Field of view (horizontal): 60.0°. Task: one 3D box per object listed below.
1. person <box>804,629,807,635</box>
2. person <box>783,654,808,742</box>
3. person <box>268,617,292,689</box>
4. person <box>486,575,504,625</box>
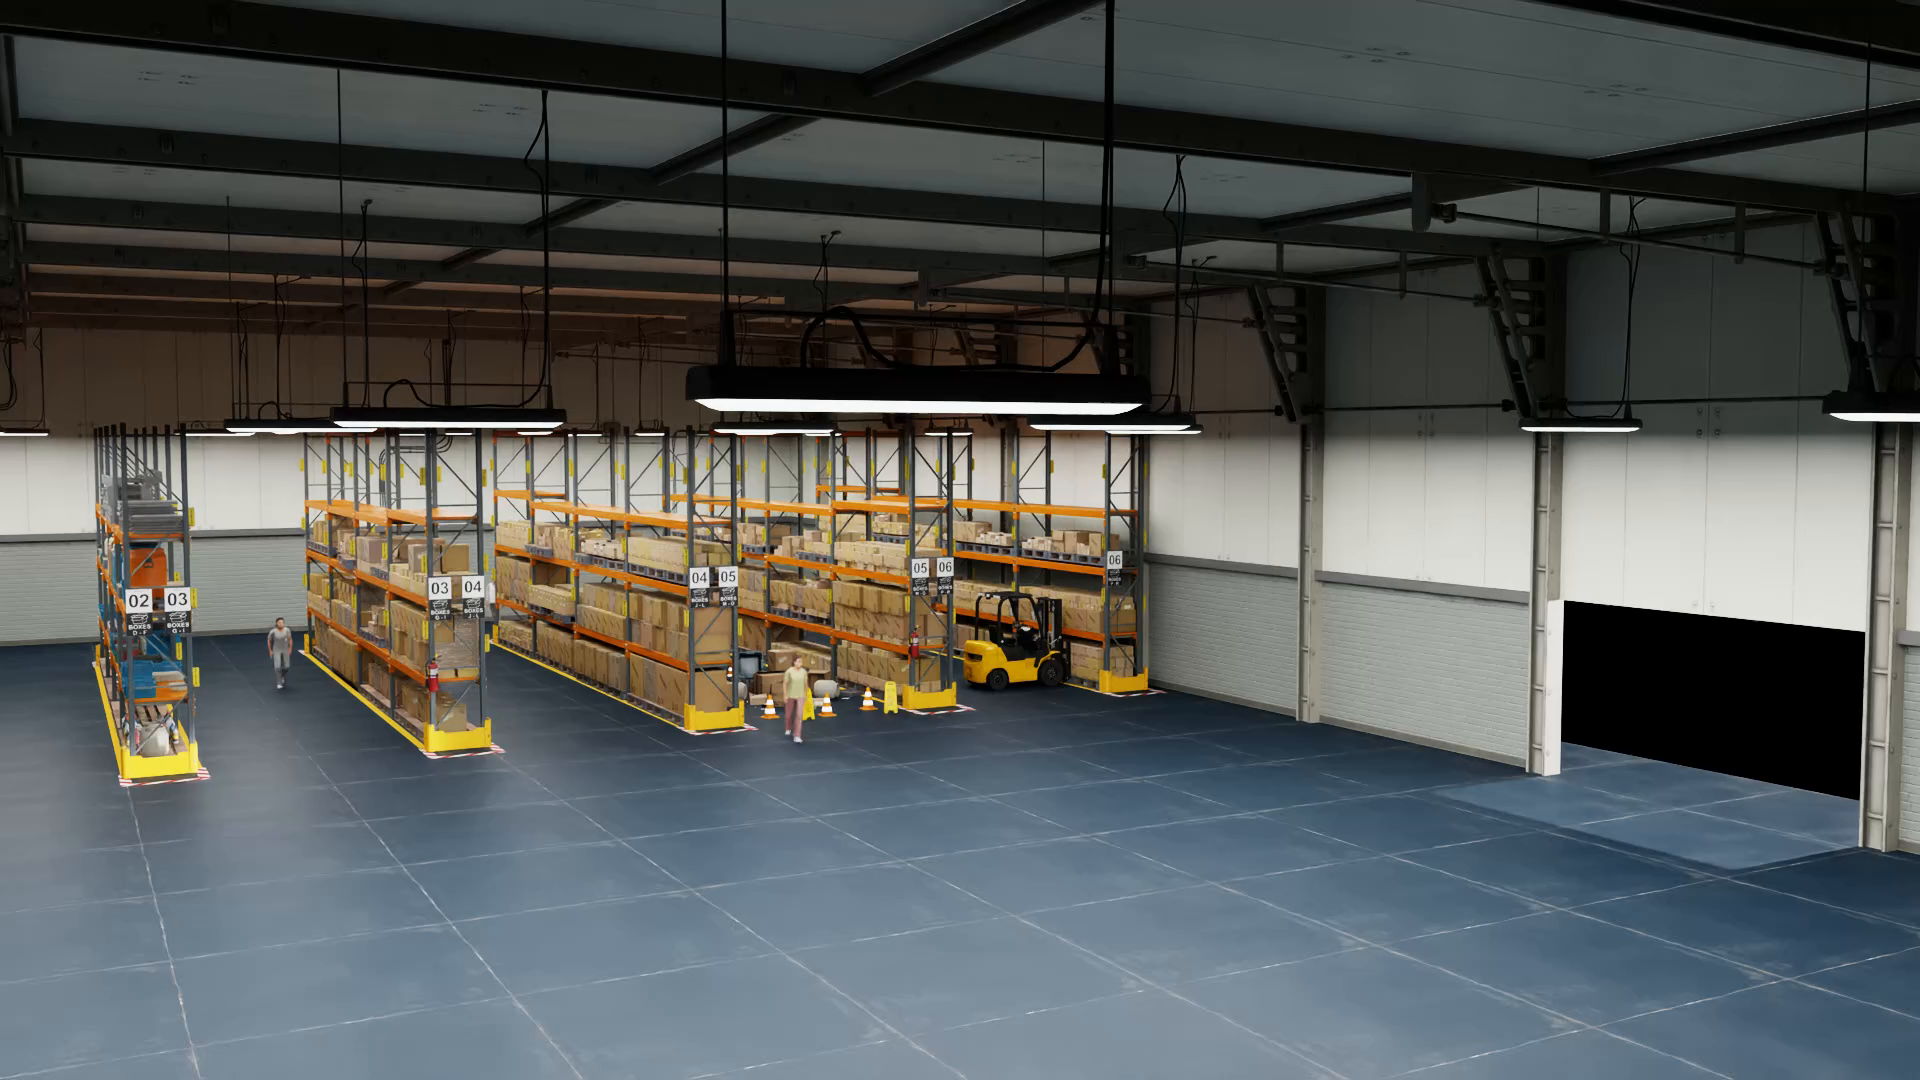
[{"bbox_3d":[-4.624,1.989,48.380,0.394,1.736,0.493,1,4,14],"label":"person"},{"bbox_3d":[-3.118,2.990,31.622,0.522,1.633,0.932,-1,4,-20],"label":"person"},{"bbox_3d":[-15.715,2.586,38.415,0.533,1.647,0.532,-2,4,-33],"label":"person"},{"bbox_3d":[-13.897,1.841,49.735,0.511,1.722,1.091,0,3,3],"label":"person"}]
